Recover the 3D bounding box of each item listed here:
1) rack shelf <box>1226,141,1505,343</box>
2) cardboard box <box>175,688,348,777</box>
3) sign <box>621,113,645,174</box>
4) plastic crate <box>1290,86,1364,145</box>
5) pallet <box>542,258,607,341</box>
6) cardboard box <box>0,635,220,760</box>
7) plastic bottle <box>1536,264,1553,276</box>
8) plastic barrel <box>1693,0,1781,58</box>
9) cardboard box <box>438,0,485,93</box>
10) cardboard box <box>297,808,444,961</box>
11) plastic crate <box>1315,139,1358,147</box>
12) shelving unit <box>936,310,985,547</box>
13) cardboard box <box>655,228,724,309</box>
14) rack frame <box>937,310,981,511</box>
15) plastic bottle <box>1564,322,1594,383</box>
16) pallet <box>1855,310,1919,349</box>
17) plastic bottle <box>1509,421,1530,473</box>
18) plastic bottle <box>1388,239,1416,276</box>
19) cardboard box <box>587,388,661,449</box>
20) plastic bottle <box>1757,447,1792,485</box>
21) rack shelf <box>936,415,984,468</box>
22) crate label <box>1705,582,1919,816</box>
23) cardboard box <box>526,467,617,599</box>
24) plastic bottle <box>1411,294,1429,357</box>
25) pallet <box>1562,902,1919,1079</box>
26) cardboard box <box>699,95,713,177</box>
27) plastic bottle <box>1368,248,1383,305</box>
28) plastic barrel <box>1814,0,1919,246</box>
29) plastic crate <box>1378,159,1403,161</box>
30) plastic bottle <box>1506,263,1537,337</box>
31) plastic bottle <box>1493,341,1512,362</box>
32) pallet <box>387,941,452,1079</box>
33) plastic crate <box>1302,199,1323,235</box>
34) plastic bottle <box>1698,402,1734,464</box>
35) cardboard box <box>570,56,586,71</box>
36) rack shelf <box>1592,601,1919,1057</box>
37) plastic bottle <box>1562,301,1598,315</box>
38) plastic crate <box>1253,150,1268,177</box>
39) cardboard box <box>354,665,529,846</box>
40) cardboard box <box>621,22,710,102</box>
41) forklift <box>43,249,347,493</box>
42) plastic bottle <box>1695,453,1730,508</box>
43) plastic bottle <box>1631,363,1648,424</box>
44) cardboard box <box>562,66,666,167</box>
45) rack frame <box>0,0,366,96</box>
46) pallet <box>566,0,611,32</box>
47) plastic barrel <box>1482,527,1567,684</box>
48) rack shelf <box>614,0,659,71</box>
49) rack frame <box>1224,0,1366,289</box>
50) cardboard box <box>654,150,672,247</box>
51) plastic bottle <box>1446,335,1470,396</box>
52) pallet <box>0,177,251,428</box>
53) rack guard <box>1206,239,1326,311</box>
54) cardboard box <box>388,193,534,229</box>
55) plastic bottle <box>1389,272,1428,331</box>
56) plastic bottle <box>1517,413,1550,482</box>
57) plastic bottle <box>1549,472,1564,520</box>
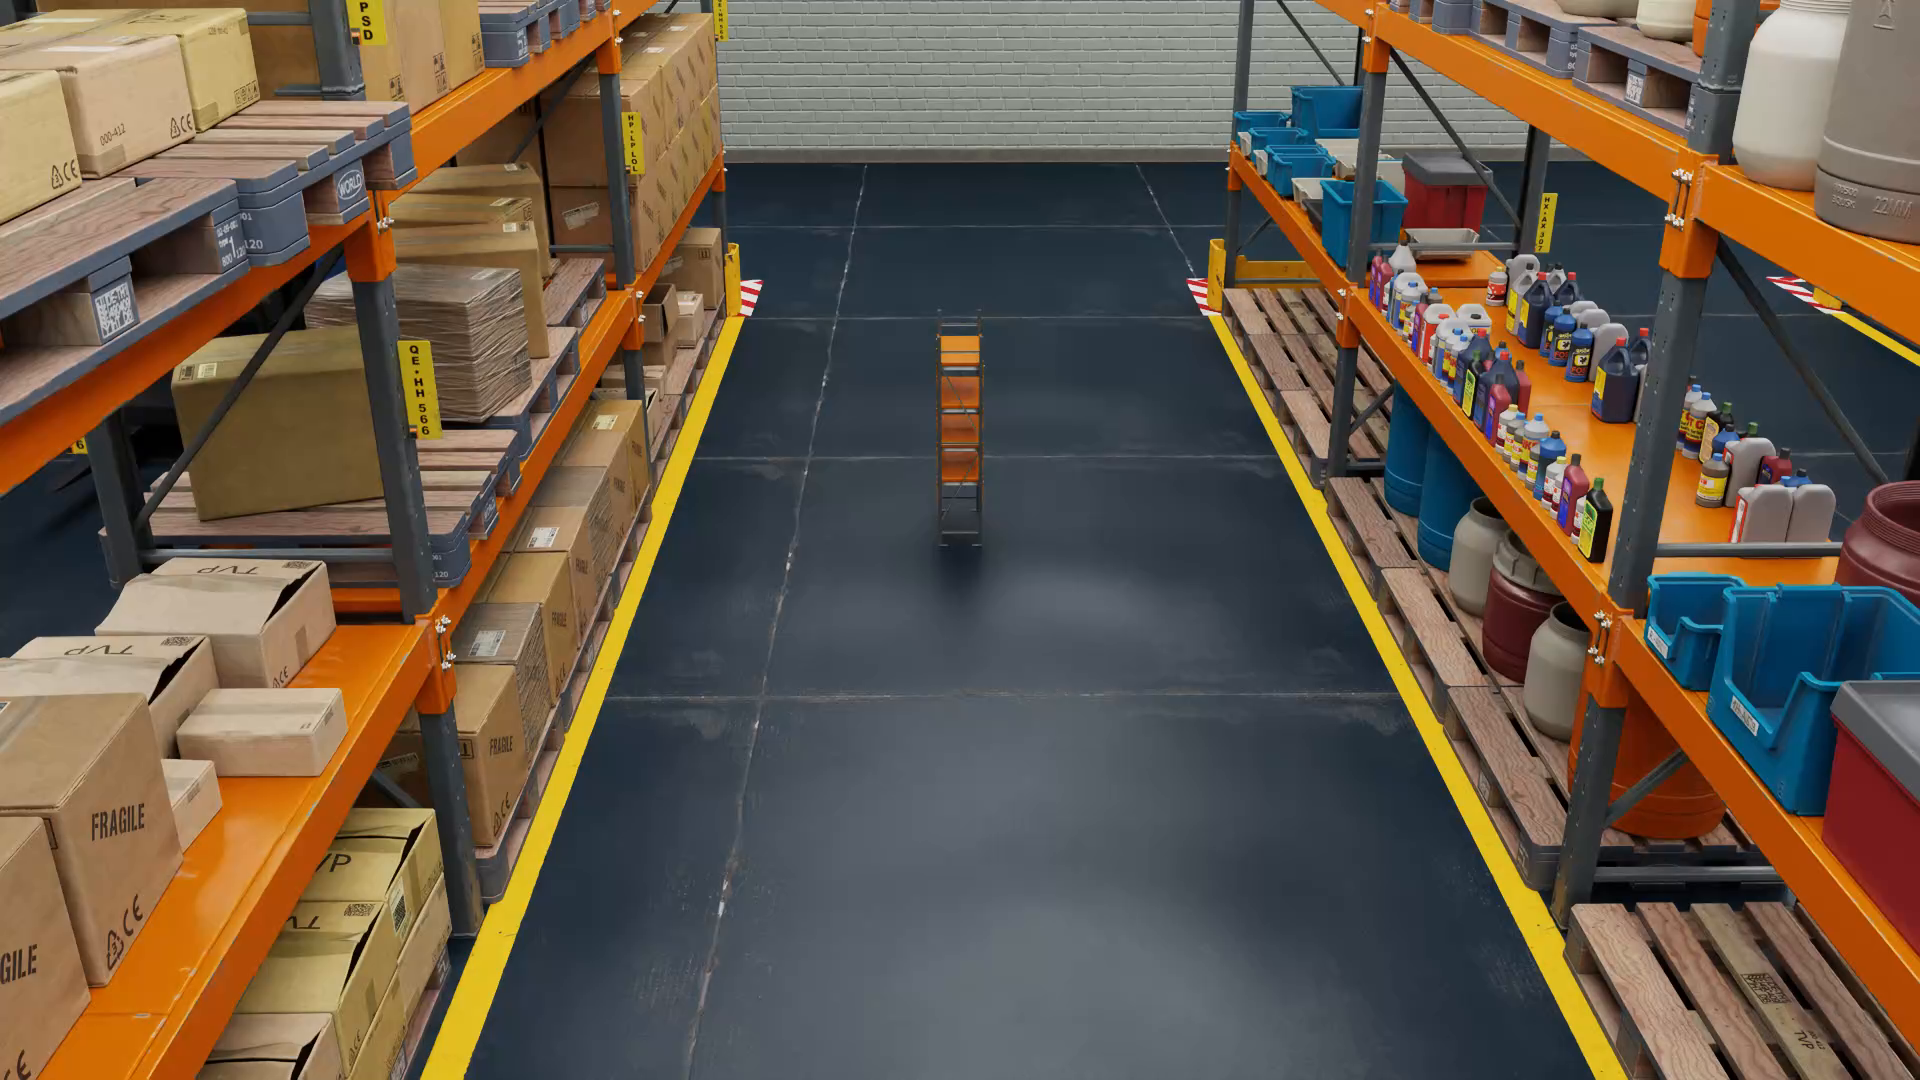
[{"bbox_3d":[2.629,-2.105,11.138,1.077,0.370,4.000,0,24,-1],"label":"rack shelf"},{"bbox_3d":[-1.972,0.544,4.712,0.380,0.149,0.250,0,24,-1],"label":"cardboard box"},{"bbox_3d":[-1.747,-2.120,8.892,0.100,0.325,0.005,0,24,-1],"label":"sign"},{"bbox_3d":[2.798,-3.163,12.489,0.616,0.435,0.499,0,24,-1],"label":"plastic crate"},{"bbox_3d":[-2.402,-1.171,8.432,1.003,0.211,1.213,0,24,-1],"label":"pallet"},{"bbox_3d":[-2.442,0.470,4.679,0.500,0.311,0.500,-1,24,-1],"label":"cardboard box"},{"bbox_3d":[3.027,-1.300,8.625,0.061,0.283,0.133,0,24,-1],"label":"plastic bottle"},{"bbox_3d":[2.692,-1.948,5.247,0.600,0.830,0.708,0,24,-1],"label":"plastic barrel"},{"bbox_3d":[-2.308,-1.956,6.174,0.910,0.500,0.500,0,24,-1],"label":"cardboard box"},{"bbox_3d":[-2.006,1.081,5.367,0.500,0.311,0.500,0,24,1],"label":"cardboard box"},{"bbox_3d":[2.797,-2.829,12.112,0.396,0.136,0.243,0,24,-1],"label":"plastic crate"},{"bbox_3d":[-0.002,-0.615,9.154,0.258,1.200,0.503,0,24,-1],"label":"shelving unit"},{"bbox_3d":[-2.093,-2.075,12.697,0.500,0.500,0.500,0,24,-1],"label":"cardboard box"},{"bbox_3d":[-0.004,-0.715,9.376,0.240,1.200,0.015,0,24,-1],"label":"rack frame"},{"bbox_3d":[2.868,-0.872,7.693,0.097,0.271,0.097,0,24,0],"label":"plastic bottle"},{"bbox_3d":[7.647,-1.680,12.708,1.003,0.211,1.213,0,24,-1],"label":"pallet"},{"bbox_3d":[2.273,-0.378,6.687,0.097,0.201,0.097,0,24,0],"label":"plastic bottle"},{"bbox_3d":[2.331,-1.423,8.817,0.144,0.351,0.185,0,24,-1],"label":"plastic bottle"},{"bbox_3d":[-2.090,-0.737,9.969,0.500,0.311,0.500,0,24,-1],"label":"cardboard box"},{"bbox_3d":[3.055,-0.223,6.244,0.061,0.283,0.133,0,24,-1],"label":"plastic bottle"},{"bbox_3d":[-0.002,-0.554,9.181,0.258,0.148,0.480,0,24,-1],"label":"rack shelf"},{"bbox_3d":[2.435,0.434,4.608,0.502,0.435,0.616,0,24,-1],"label":"crate label"},{"bbox_3d":[-2.008,-0.037,8.192,0.500,0.500,0.500,0,24,0],"label":"cardboard box"},{"bbox_3d":[2.238,-1.037,8.044,0.061,0.283,0.133,0,24,-1],"label":"plastic bottle"},{"bbox_3d":[2.664,1.629,5.391,1.003,0.211,1.213,0,24,-1],"label":"pallet"},{"bbox_3d":[-2.059,-2.885,11.867,0.500,0.500,0.500,0,24,0],"label":"cardboard box"},{"bbox_3d":[2.229,-1.403,8.853,0.061,0.283,0.133,0,24,-1],"label":"plastic bottle"},{"bbox_3d":[2.487,-1.216,4.051,0.600,0.901,0.600,0,24,0],"label":"plastic barrel"},{"bbox_3d":[2.886,-2.363,10.965,0.416,0.233,0.300,0,24,-1],"label":"plastic crate"},{"bbox_3d":[2.844,-1.208,8.342,0.144,0.351,0.185,0,24,-1],"label":"plastic bottle"},{"bbox_3d":[2.408,-0.753,7.431,0.097,0.271,0.097,0,24,0],"label":"plastic bottle"},{"bbox_3d":[-2.288,1.670,5.301,1.003,0.211,1.213,0,24,-1],"label":"pallet"},{"bbox_3d":[2.370,-1.971,10.229,0.437,0.125,0.590,0,24,-1],"label":"plastic crate"},{"bbox_3d":[3.050,-0.428,6.699,0.061,0.283,0.133,0,24,-1],"label":"plastic bottle"},{"bbox_3d":[-2.580,-2.715,10.279,0.500,0.500,0.500,0,24,0],"label":"cardboard box"},{"bbox_3d":[2.717,1.191,3.849,1.077,0.370,4.000,0,24,-1],"label":"rack shelf"},{"bbox_3d":[2.988,-1.033,8.045,0.152,0.276,0.135,0,24,-1],"label":"plastic bottle"},{"bbox_3d":[2.209,-2.649,11.714,0.250,0.136,0.298,0,24,-1],"label":"plastic crate"},{"bbox_3d":[-1.977,0.810,6.319,0.500,0.500,0.500,1,24,2],"label":"cardboard box"},{"bbox_3d":[-2.059,-3.347,11.676,0.500,0.500,0.500,0,24,1],"label":"cardboard box"},{"bbox_3d":[-4.767,-2.025,10.171,1.130,2.935,3.031,1,24,1],"label":"forklift"},{"bbox_3d":[2.884,-0.232,6.365,0.097,0.201,0.097,0,24,0],"label":"plastic bottle"},{"bbox_3d":[2.998,-0.655,7.209,0.152,0.276,0.135,0,24,-1],"label":"plastic bottle"},{"bbox_3d":[-2.032,-2.497,9.797,0.500,0.500,0.500,-1,24,-2],"label":"cardboard box"},{"bbox_3d":[-2.258,-2.673,4.241,1.000,3.000,0.127,0,24,-1],"label":"rack frame"},{"bbox_3d":[-2.365,-2.600,7.947,1.213,0.211,1.003,0,24,-1],"label":"pallet"},{"bbox_3d":[2.660,0.280,7.408,0.600,0.588,0.708,0,24,-1],"label":"plastic barrel"},{"bbox_3d":[-2.324,-3.451,10.474,1.077,0.370,4.000,0,24,-1],"label":"rack shelf"},{"bbox_3d":[2.608,-3.257,12.812,1.000,3.000,0.127,0,24,-1],"label":"rack frame"},{"bbox_3d":[-2.044,-2.056,10.034,0.500,0.500,0.500,0,24,0],"label":"cardboard box"},{"bbox_3d":[2.263,-0.793,7.519,0.097,0.271,0.097,0,24,0],"label":"plastic bottle"},{"bbox_3d":[-2.146,-0.481,3.262,1.003,0.211,1.213,1,24,2],"label":"pallet"},{"bbox_3d":[2.594,-2.128,13.348,1.175,0.500,0.348,0,24,-1],"label":"rack guard"},{"bbox_3d":[-2.450,-1.346,7.955,0.700,0.500,0.500,4,25,8],"label":"cardboard box"},{"bbox_3d":[2.279,-1.209,8.434,0.152,0.276,0.135,0,24,-1],"label":"plastic bottle"},{"bbox_3d":[2.274,-0.370,6.584,0.097,0.271,0.097,0,24,0],"label":"plastic bottle"},{"bbox_3d":[2.278,-0.178,6.244,0.097,0.201,0.097,0,24,0],"label":"plastic bottle"}]
